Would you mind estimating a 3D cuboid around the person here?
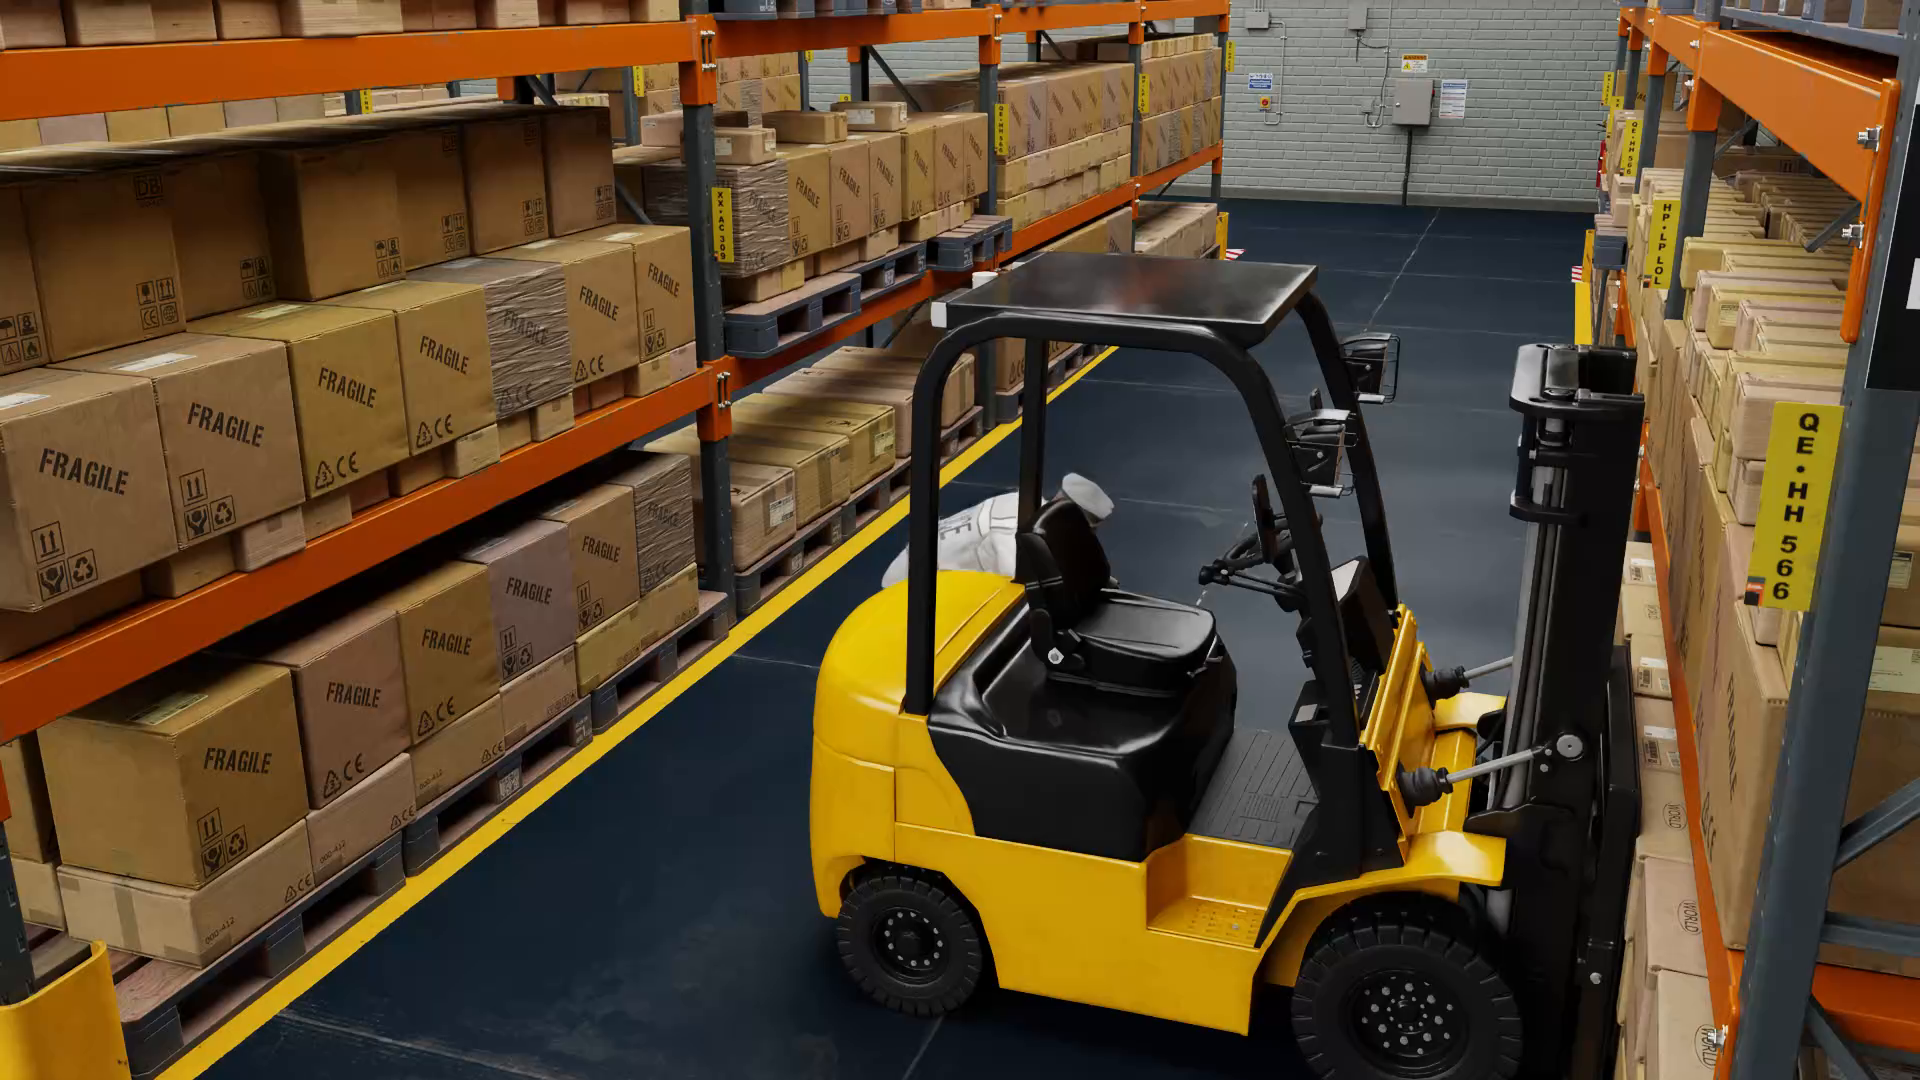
[{"bbox_3d":[0.161,0.248,6.846,0.928,1.099,0.577,6,20,18],"label":"person"}]
